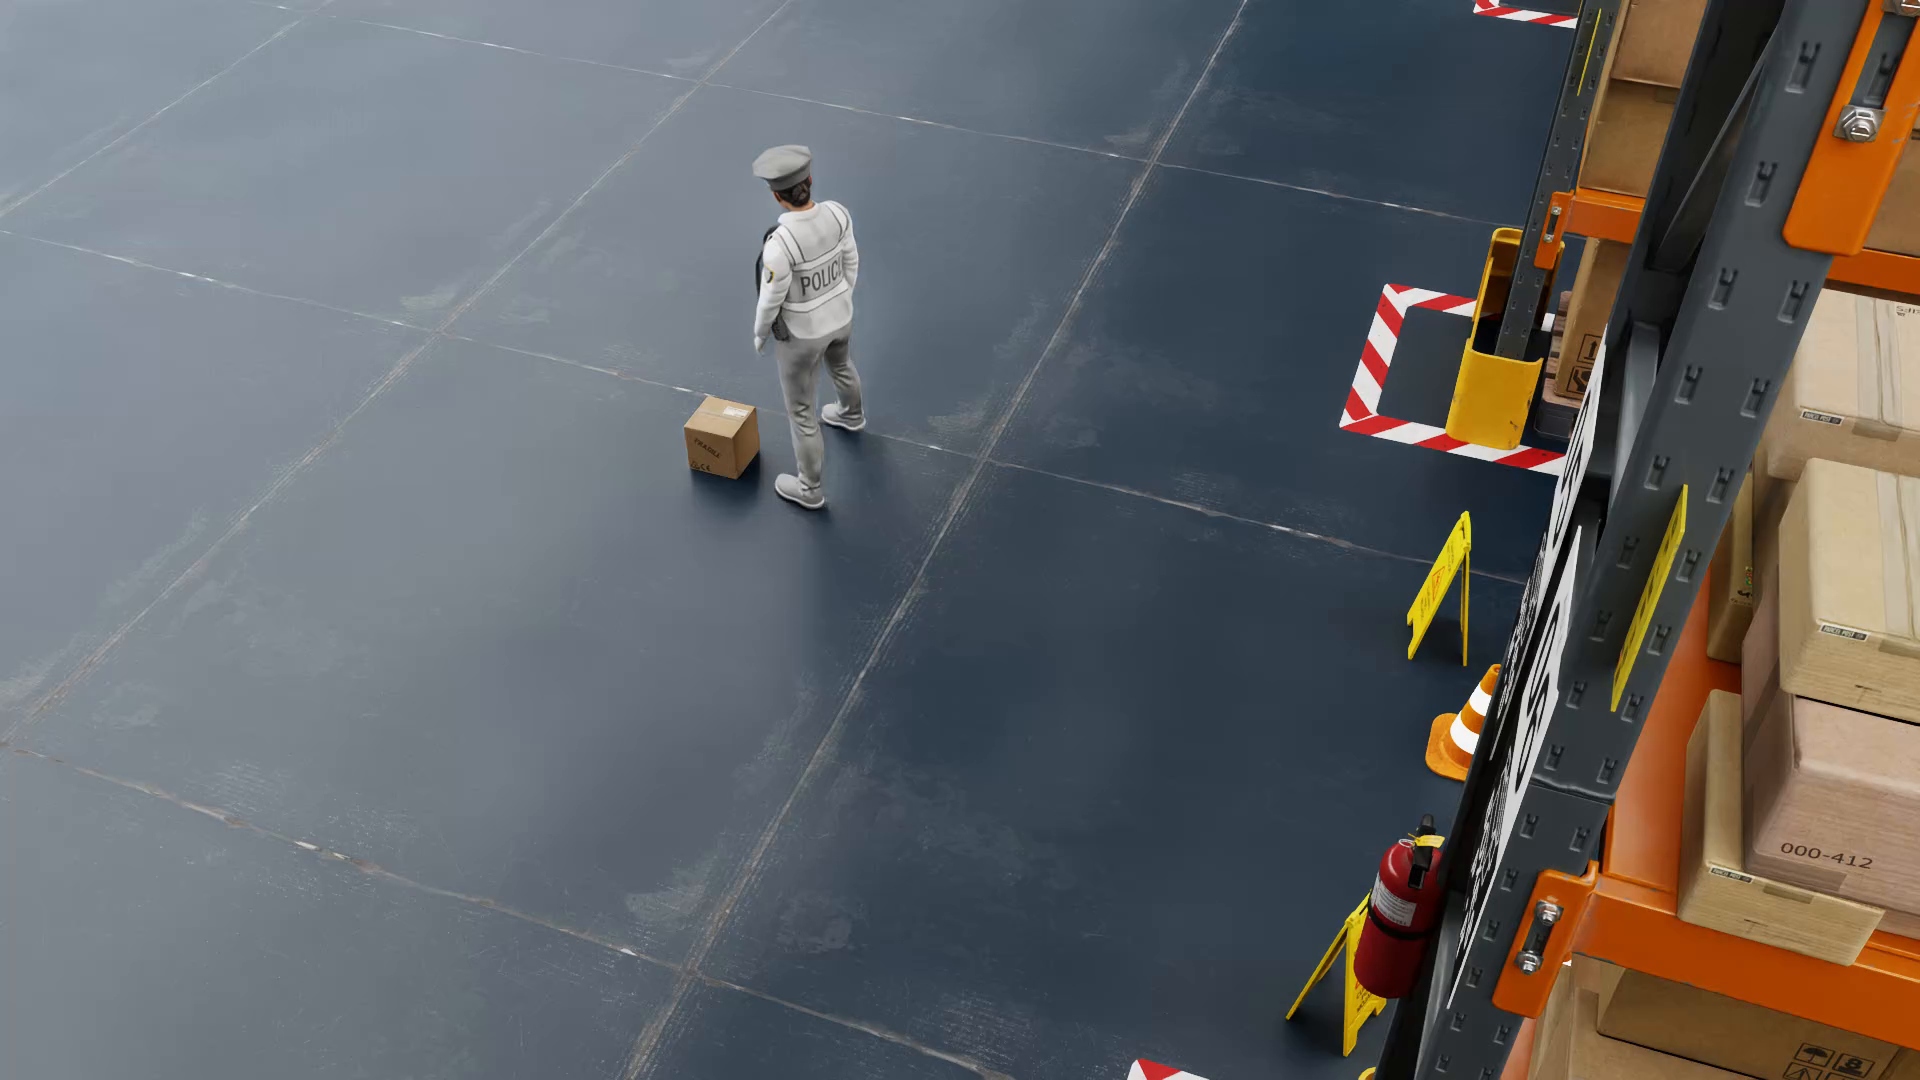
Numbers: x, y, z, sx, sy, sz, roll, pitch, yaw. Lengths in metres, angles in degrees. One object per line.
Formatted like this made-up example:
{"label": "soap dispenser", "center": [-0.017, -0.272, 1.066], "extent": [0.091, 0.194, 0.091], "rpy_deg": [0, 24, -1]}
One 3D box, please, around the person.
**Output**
{"label": "person", "center": [-0.646, -0.990, 7.250], "extent": [0.490, 1.653, 0.669], "rpy_deg": [29, 49, 28]}
